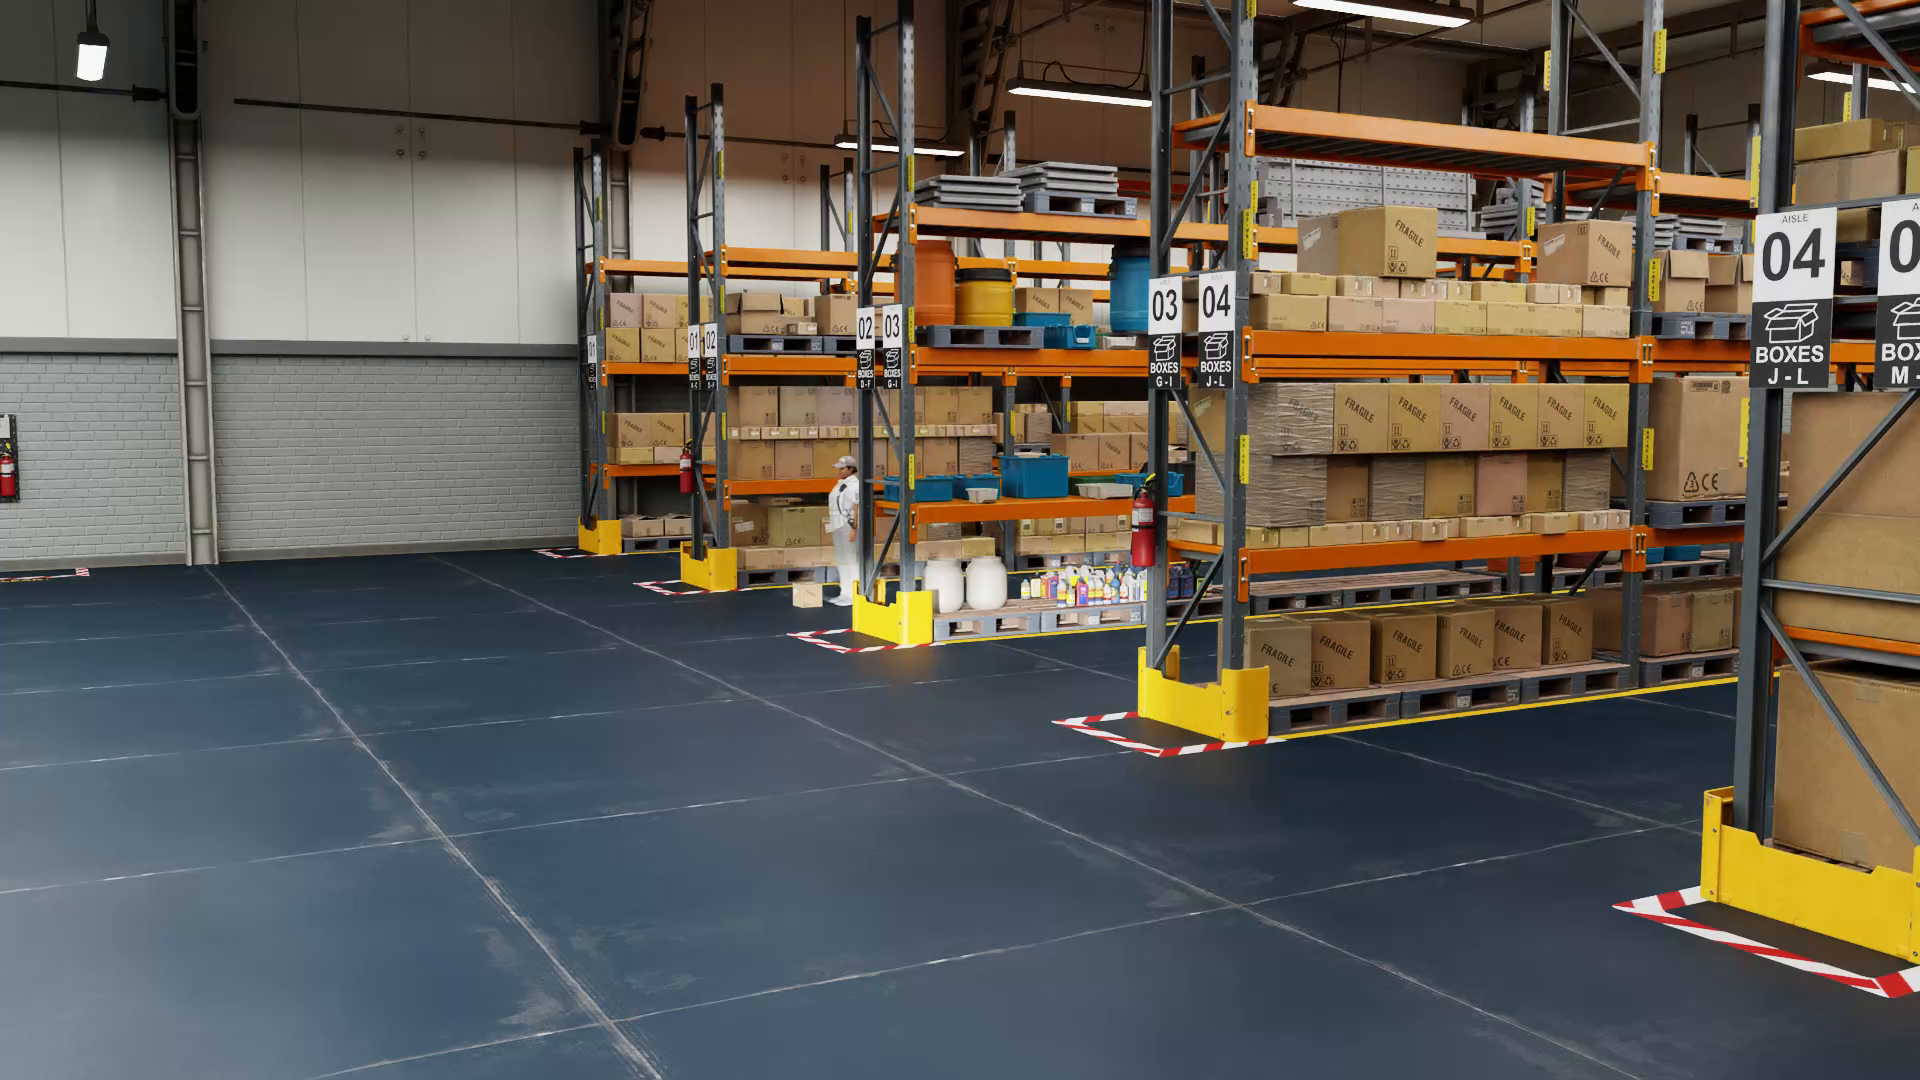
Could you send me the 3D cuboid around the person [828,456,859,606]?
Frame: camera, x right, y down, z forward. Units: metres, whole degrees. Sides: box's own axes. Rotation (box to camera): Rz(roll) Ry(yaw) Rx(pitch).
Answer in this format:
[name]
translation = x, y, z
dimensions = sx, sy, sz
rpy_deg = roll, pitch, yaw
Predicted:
[person]
translation = -1.273, -0.110, 18.724
dimensions = 0.387, 1.670, 0.506
rpy_deg = -3, 6, -30
